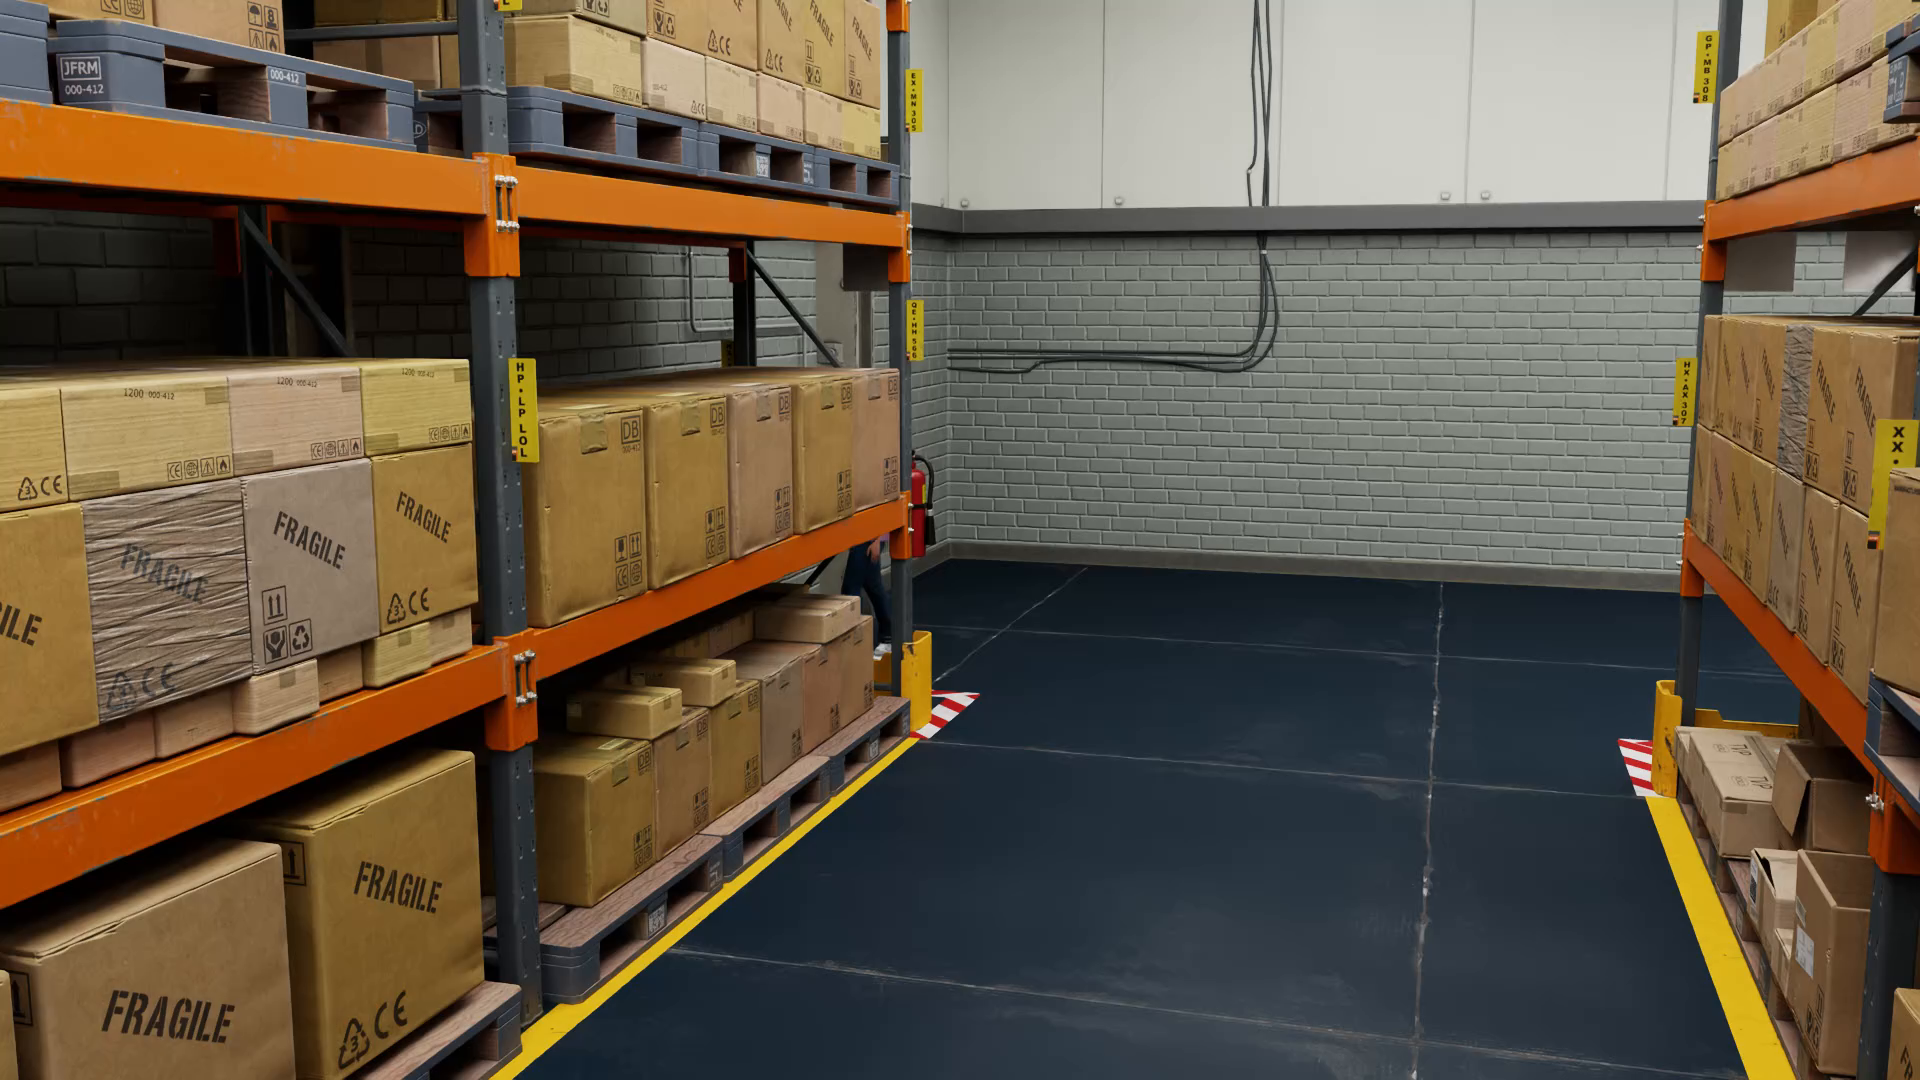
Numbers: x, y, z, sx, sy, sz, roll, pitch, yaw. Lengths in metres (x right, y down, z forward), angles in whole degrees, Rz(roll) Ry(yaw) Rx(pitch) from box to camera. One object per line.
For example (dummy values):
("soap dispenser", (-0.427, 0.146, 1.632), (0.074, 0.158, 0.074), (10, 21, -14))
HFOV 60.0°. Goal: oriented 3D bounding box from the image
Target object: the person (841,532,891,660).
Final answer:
("person", (-0.695, 0.005, 10.803), (0.678, 1.590, 0.445), (-2, 9, -13))
